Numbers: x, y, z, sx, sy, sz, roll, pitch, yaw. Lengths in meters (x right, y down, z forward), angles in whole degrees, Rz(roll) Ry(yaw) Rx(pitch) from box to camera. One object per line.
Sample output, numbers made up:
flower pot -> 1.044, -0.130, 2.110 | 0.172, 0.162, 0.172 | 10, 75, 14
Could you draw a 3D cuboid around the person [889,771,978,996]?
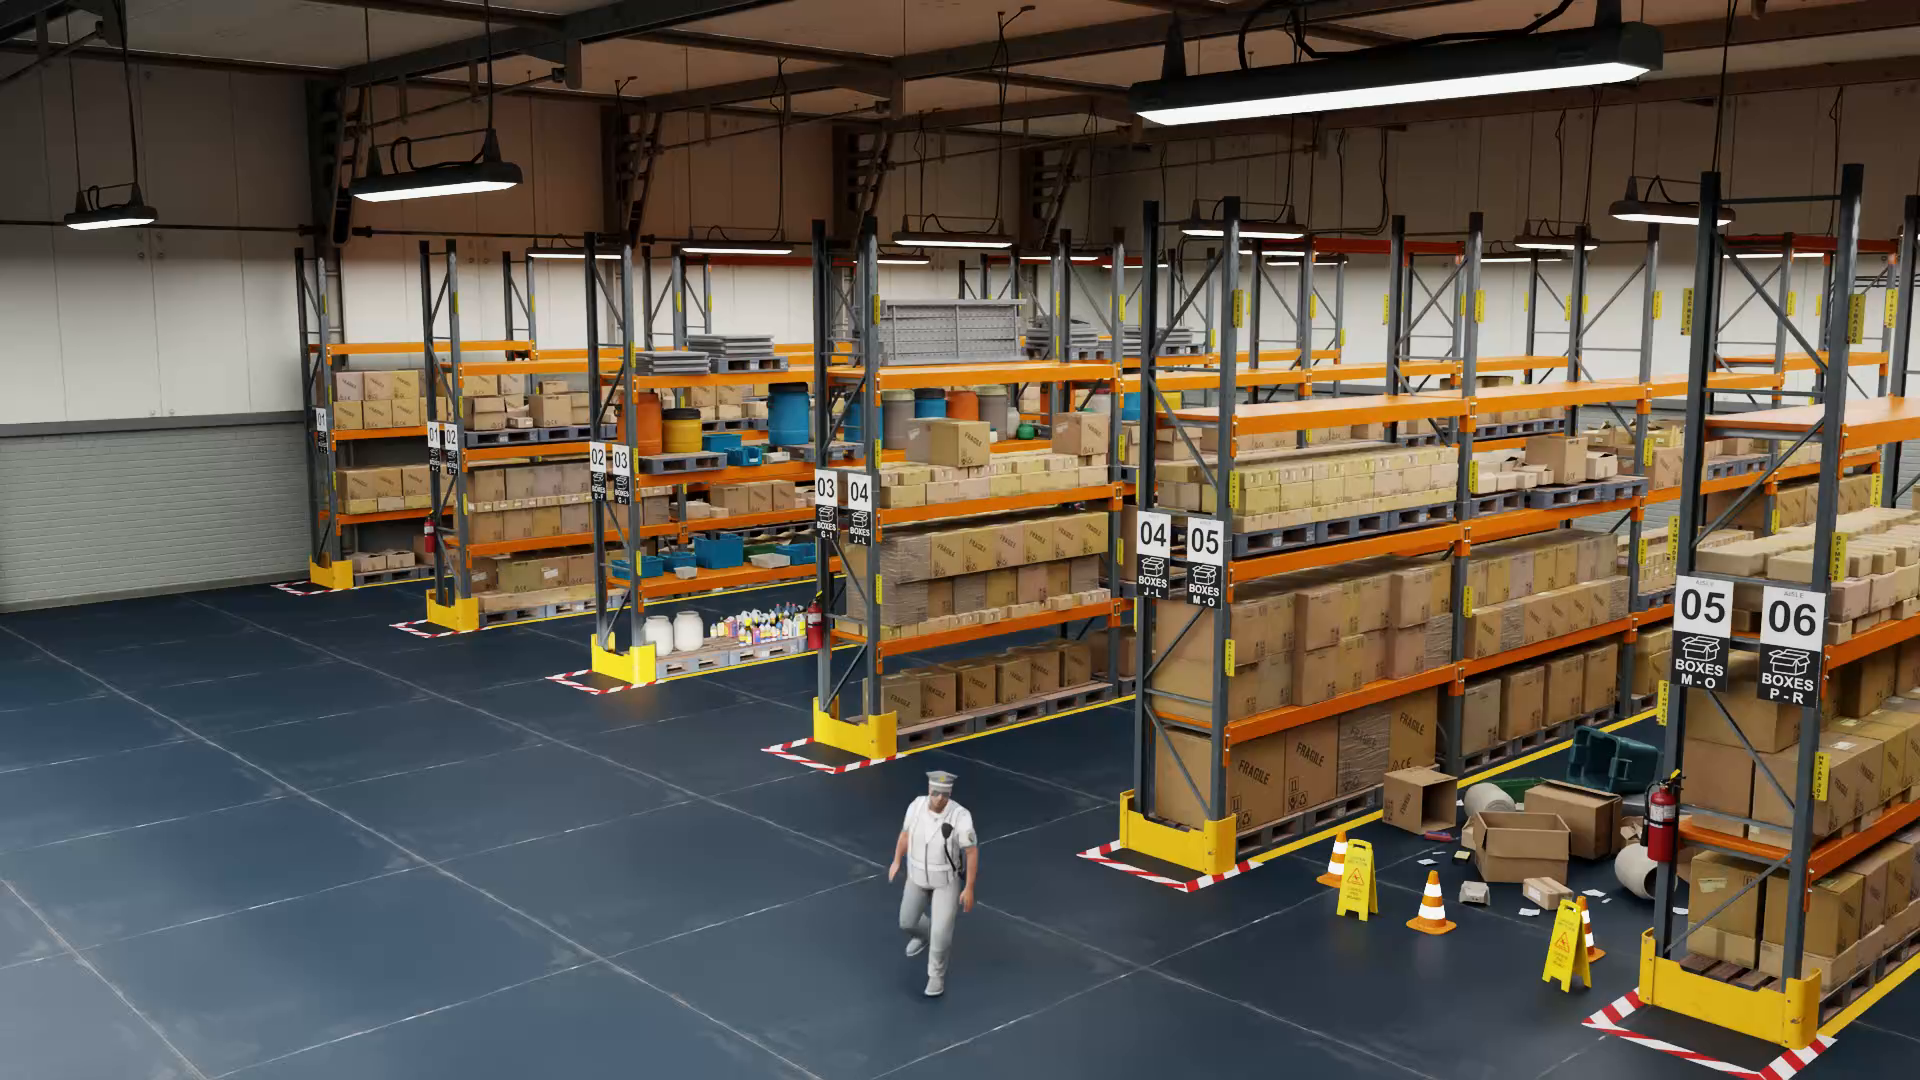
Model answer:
person -> -0.178, 2.495, 12.563 | 0.739, 1.699, 0.750 | 2, 9, 15
